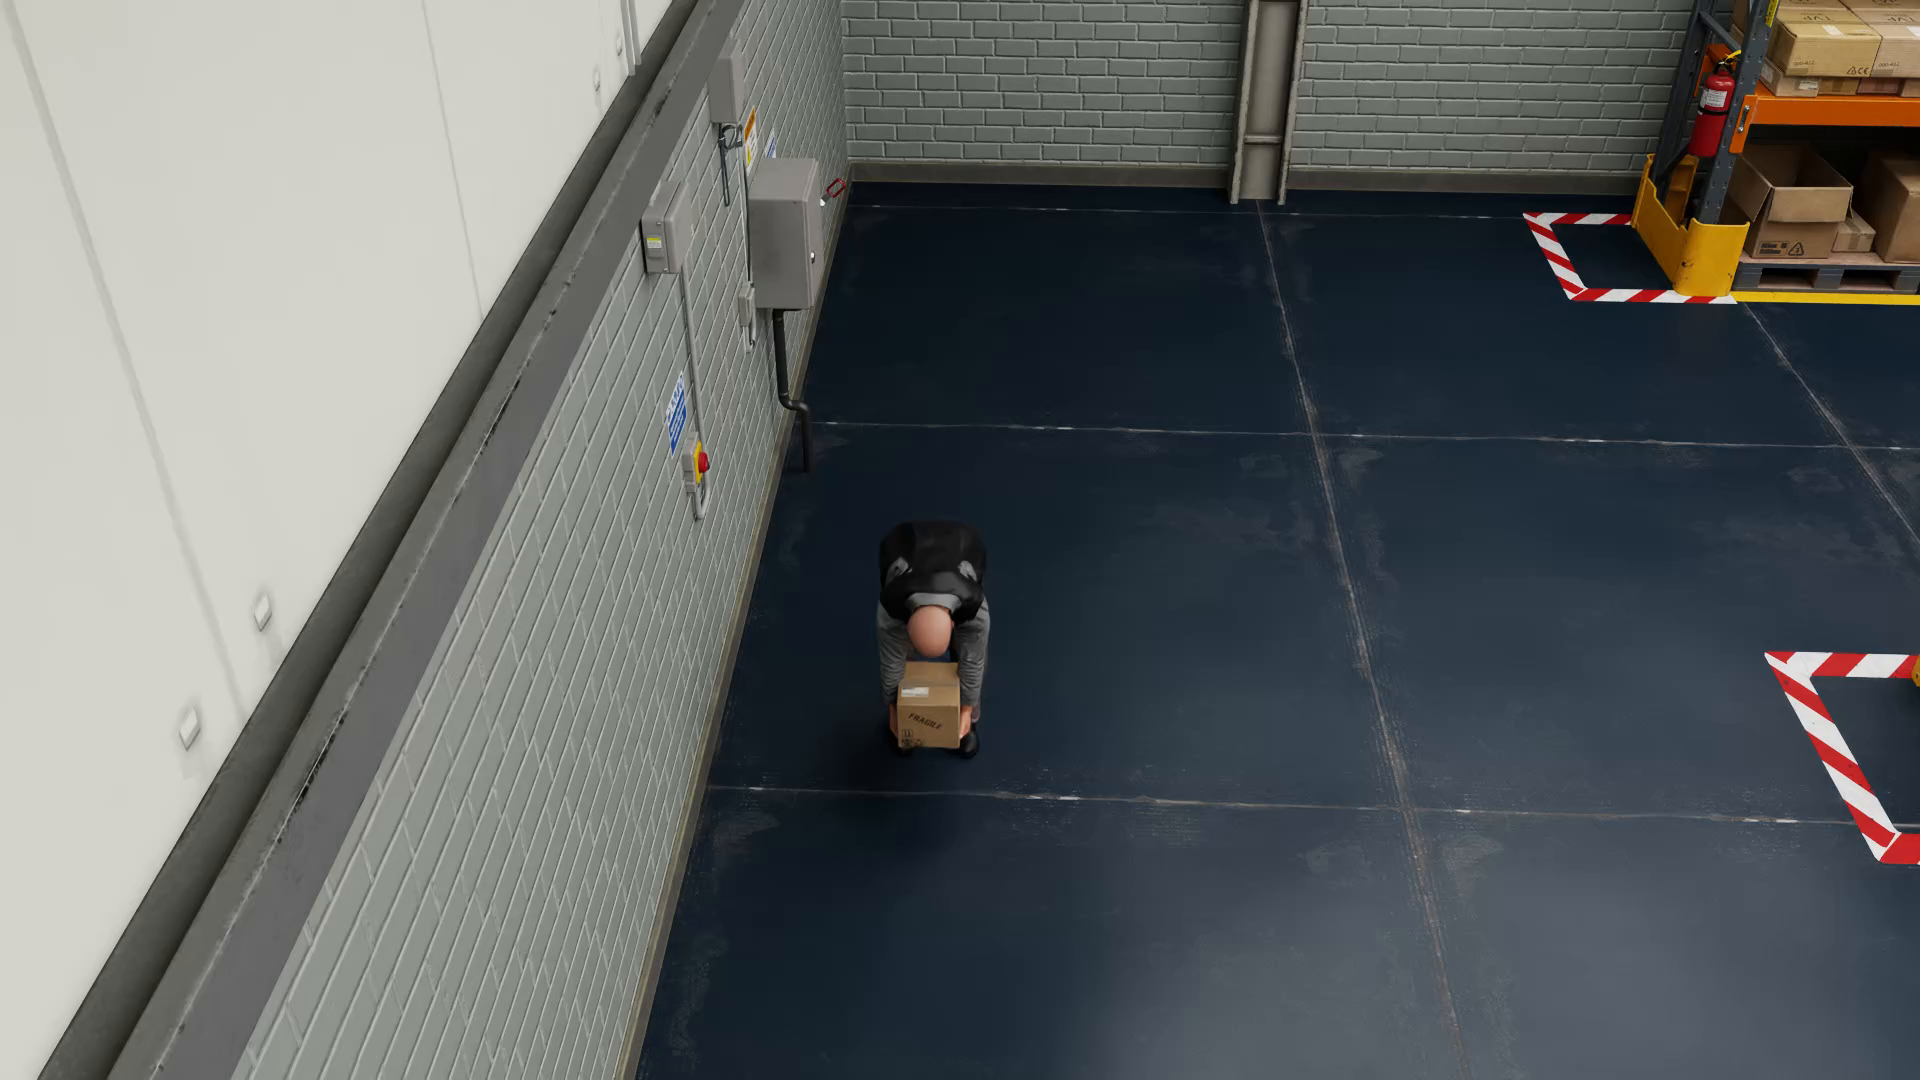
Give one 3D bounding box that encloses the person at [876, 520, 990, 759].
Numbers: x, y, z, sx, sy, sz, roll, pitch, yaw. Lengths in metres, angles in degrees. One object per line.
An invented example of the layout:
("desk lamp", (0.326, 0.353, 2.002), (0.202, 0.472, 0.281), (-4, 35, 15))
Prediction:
("person", (-0.111, 0.522, 6.882), (0.461, 1.171, 0.948), (0, 35, 1))
